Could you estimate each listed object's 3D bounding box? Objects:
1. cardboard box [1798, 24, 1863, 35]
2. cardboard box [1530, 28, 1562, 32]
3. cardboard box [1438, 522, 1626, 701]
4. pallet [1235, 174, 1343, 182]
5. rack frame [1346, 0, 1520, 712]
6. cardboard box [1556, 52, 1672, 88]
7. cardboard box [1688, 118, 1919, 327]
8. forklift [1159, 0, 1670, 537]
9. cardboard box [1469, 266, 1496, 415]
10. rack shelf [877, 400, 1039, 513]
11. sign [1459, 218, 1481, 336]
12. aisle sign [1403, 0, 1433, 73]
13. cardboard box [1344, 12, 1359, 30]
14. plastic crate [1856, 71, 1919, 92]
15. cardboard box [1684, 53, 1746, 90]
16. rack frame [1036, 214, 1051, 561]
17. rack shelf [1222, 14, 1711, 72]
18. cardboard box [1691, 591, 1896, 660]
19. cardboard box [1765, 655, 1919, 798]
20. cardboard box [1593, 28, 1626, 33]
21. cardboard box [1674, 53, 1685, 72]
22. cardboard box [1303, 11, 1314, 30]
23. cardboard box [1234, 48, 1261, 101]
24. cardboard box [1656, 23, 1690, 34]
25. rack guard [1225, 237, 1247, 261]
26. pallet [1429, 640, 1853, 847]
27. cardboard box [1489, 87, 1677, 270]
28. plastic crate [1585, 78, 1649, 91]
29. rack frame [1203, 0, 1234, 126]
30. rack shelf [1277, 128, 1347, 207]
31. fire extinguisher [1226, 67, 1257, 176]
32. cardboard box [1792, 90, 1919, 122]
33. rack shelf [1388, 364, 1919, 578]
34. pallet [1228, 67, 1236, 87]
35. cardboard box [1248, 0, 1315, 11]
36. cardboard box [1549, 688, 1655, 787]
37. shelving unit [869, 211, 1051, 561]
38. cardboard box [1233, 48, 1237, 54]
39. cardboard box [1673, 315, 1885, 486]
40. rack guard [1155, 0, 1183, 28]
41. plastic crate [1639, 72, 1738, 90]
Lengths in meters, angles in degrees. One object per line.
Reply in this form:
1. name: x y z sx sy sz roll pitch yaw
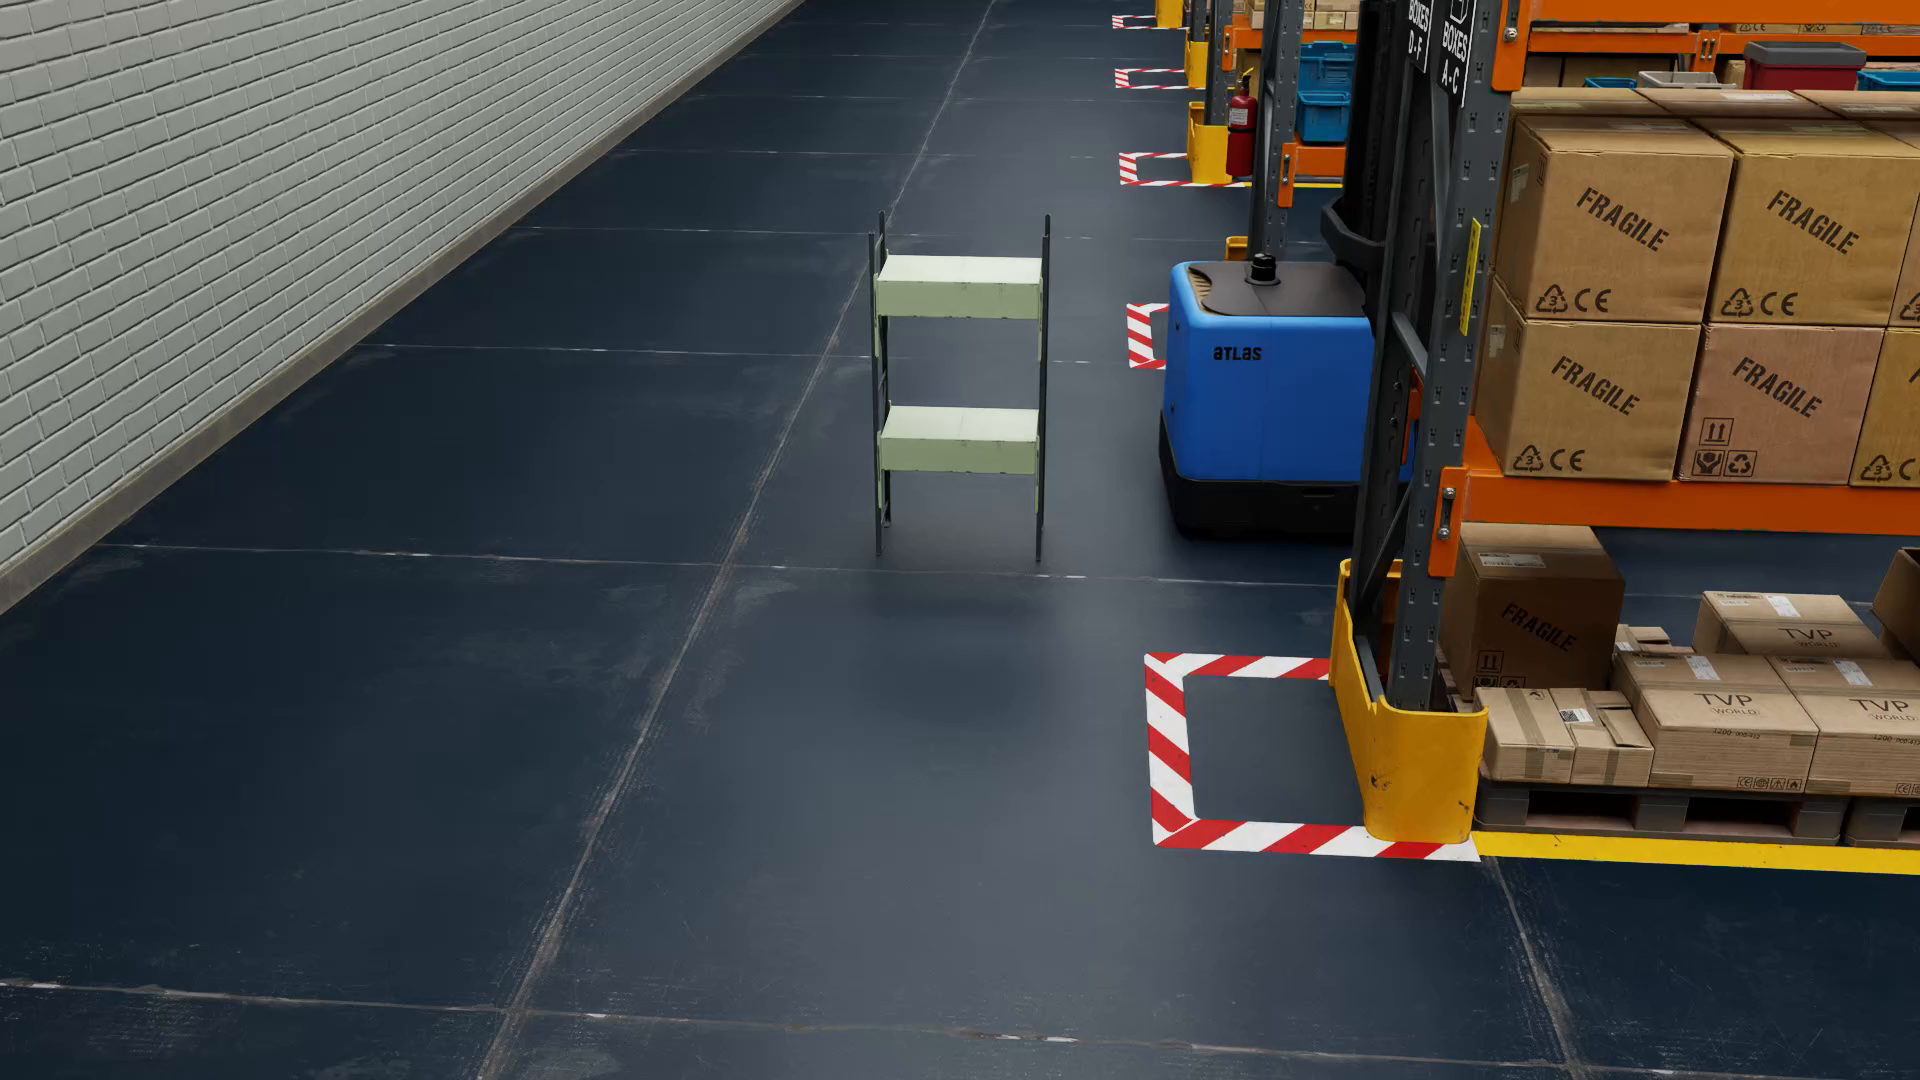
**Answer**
1. cardboard box: 7.206 -4.504 13.864 0.500 0.500 0.500 2 25 4
2. cardboard box: 4.910 -4.385 14.026 0.250 0.149 0.380 2 25 5
3. cardboard box: 2.076 0.258 6.099 0.500 0.500 0.500 2 25 4
4. pallet: 3.080 -3.462 15.054 1.213 0.211 1.003 2 25 4
5. rack frame: 1.515 -0.593 5.483 0.127 3.000 1.000 2 25 4
6. cardboard box: 5.613 -3.873 14.652 0.875 0.875 0.875 2 25 4
7. cardboard box: 2.459 -0.955 4.954 0.500 0.500 0.500 2 25 5
8. forklift: 2.530 -1.524 7.590 3.031 2.935 1.130 1 25 1
9. cardboard box: 1.982 -0.737 5.678 0.500 0.500 0.500 3 25 6
10. rack shelf: 0.007 -0.385 7.606 0.720 0.370 0.431 2 25 4
11. sign: 1.473 -0.760 4.811 0.005 0.325 0.100 2 25 4
12. aisle sign: 1.470 -1.904 5.222 0.004 0.787 0.394 2 25 4
13. cardboard box: 3.377 -4.435 14.134 0.250 0.149 0.380 1 25 3
14. plastic crate: 5.394 -2.422 9.406 0.575 0.384 0.392 2 25 4
15. cardboard box: 6.905 -3.807 14.508 0.875 0.875 1.225 2 25 4
16. rack frame: 0.372 -0.669 7.444 0.023 1.500 0.400 2 25 4
17. rack shelf: 4.271 -4.331 14.467 4.000 0.370 1.077 2 25 4
18. cardboard box: 3.021 0.414 6.058 0.500 0.250 0.500 2 25 4
19. cardboard box: 3.032 0.624 5.602 0.500 0.250 0.500 2 25 4
20. cardboard box: 5.424 -4.369 13.990 0.250 0.149 0.380 1 25 3
21. cardboard box: 7.990 -5.562 18.771 0.500 0.500 0.500 3 25 6
22. cardboard box: 2.862 -4.451 14.168 0.250 0.149 0.380 1 25 3
23. cardboard box: 2.921 -3.960 14.840 0.875 0.875 0.875 2 25 4
24. cardboard box: 5.936 -4.352 13.955 0.250 0.149 0.380 2 25 4
25. rack guard: 1.873 -1.517 10.482 0.348 0.500 1.175 2 25 4
26. pallet: 2.386 0.702 6.006 1.213 0.211 1.003 2 25 4
27. cardboard box: 1.980 -1.193 5.472 0.500 0.500 0.500 2 25 4
28. plastic crate: 3.965 -2.649 10.082 0.300 0.233 0.416 2 25 4
29. rack frame: 2.277 -4.721 14.456 0.127 3.000 1.000 2 25 4
30. rack shelf: 3.892 -2.266 9.981 4.000 0.370 1.077 2 25 4
31. fire extinguisher: 1.782 -2.647 10.486 0.183 0.674 0.296 2 25 4
32. cardboard box: 3.001 -1.162 5.405 0.500 0.500 0.500 3 25 5
33. rack shelf: 3.509 -0.202 5.495 4.000 0.370 1.077 2 25 4
34. pallet: 3.641 -5.475 19.431 1.213 0.211 1.003 2 25 4
35. cardboard box: 2.735 -4.660 14.147 0.500 0.250 0.500 1 25 3
36. cardboard box: 2.155 0.659 5.626 0.250 0.166 0.380 2 25 4
37. shelving unit: 0.007 -0.681 7.470 0.755 1.500 0.431 2 25 4
38. cardboard box: 3.260 -5.692 19.119 0.250 0.149 0.380 3 25 6
39. cardboard box: 2.452 -0.500 5.162 0.500 0.500 0.500 2 25 3
40. rack guard: 3.012 -7.717 23.956 0.348 0.500 1.175 2 25 4
41. plastic crate: 4.378 -2.628 9.977 0.530 0.282 0.437 2 25 4
